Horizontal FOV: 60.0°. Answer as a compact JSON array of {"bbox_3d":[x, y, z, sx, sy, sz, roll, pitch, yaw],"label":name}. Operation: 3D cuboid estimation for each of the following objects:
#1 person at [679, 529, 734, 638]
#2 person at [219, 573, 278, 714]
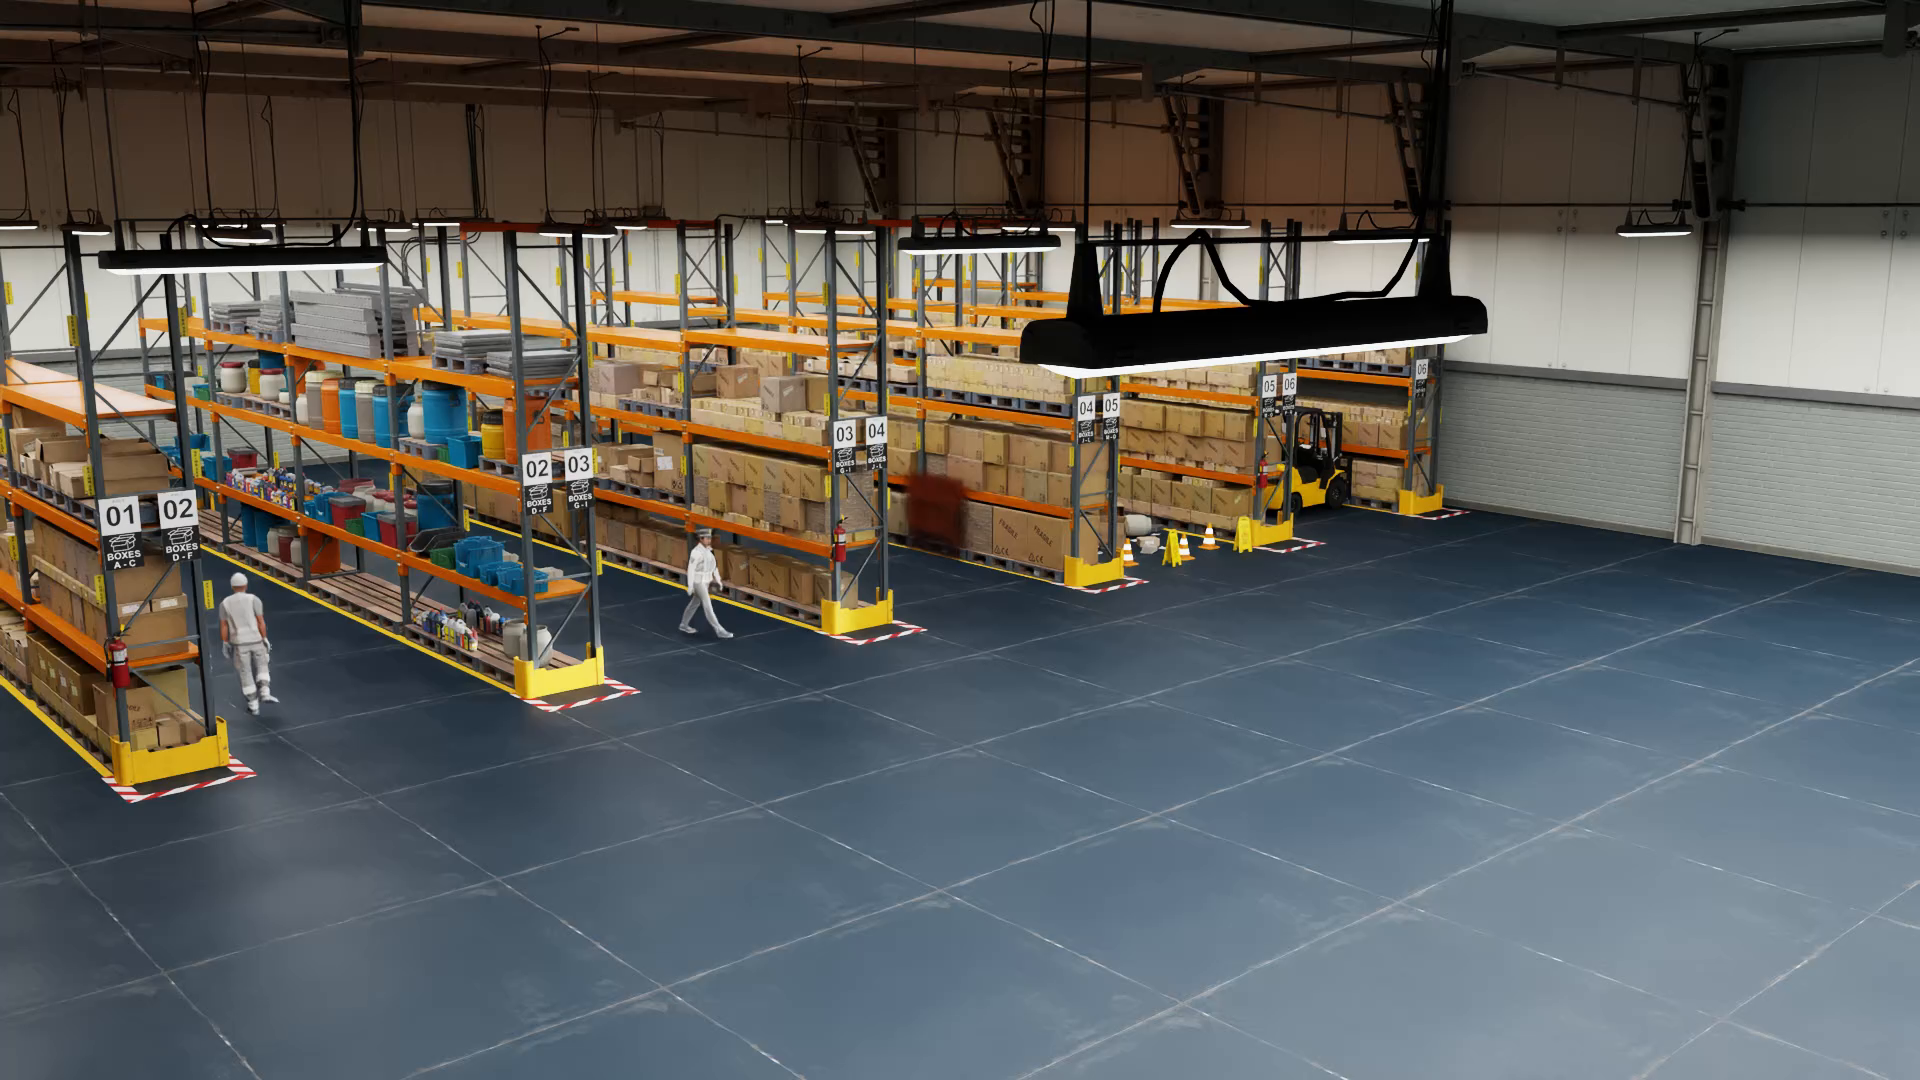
[{"bbox_3d":[-3.743,0.624,24.551,1.026,1.613,0.514,4,12,19],"label":"person"},{"bbox_3d":[-8.965,1.302,20.912,0.576,1.776,0.567,-7,13,-31],"label":"person"}]
